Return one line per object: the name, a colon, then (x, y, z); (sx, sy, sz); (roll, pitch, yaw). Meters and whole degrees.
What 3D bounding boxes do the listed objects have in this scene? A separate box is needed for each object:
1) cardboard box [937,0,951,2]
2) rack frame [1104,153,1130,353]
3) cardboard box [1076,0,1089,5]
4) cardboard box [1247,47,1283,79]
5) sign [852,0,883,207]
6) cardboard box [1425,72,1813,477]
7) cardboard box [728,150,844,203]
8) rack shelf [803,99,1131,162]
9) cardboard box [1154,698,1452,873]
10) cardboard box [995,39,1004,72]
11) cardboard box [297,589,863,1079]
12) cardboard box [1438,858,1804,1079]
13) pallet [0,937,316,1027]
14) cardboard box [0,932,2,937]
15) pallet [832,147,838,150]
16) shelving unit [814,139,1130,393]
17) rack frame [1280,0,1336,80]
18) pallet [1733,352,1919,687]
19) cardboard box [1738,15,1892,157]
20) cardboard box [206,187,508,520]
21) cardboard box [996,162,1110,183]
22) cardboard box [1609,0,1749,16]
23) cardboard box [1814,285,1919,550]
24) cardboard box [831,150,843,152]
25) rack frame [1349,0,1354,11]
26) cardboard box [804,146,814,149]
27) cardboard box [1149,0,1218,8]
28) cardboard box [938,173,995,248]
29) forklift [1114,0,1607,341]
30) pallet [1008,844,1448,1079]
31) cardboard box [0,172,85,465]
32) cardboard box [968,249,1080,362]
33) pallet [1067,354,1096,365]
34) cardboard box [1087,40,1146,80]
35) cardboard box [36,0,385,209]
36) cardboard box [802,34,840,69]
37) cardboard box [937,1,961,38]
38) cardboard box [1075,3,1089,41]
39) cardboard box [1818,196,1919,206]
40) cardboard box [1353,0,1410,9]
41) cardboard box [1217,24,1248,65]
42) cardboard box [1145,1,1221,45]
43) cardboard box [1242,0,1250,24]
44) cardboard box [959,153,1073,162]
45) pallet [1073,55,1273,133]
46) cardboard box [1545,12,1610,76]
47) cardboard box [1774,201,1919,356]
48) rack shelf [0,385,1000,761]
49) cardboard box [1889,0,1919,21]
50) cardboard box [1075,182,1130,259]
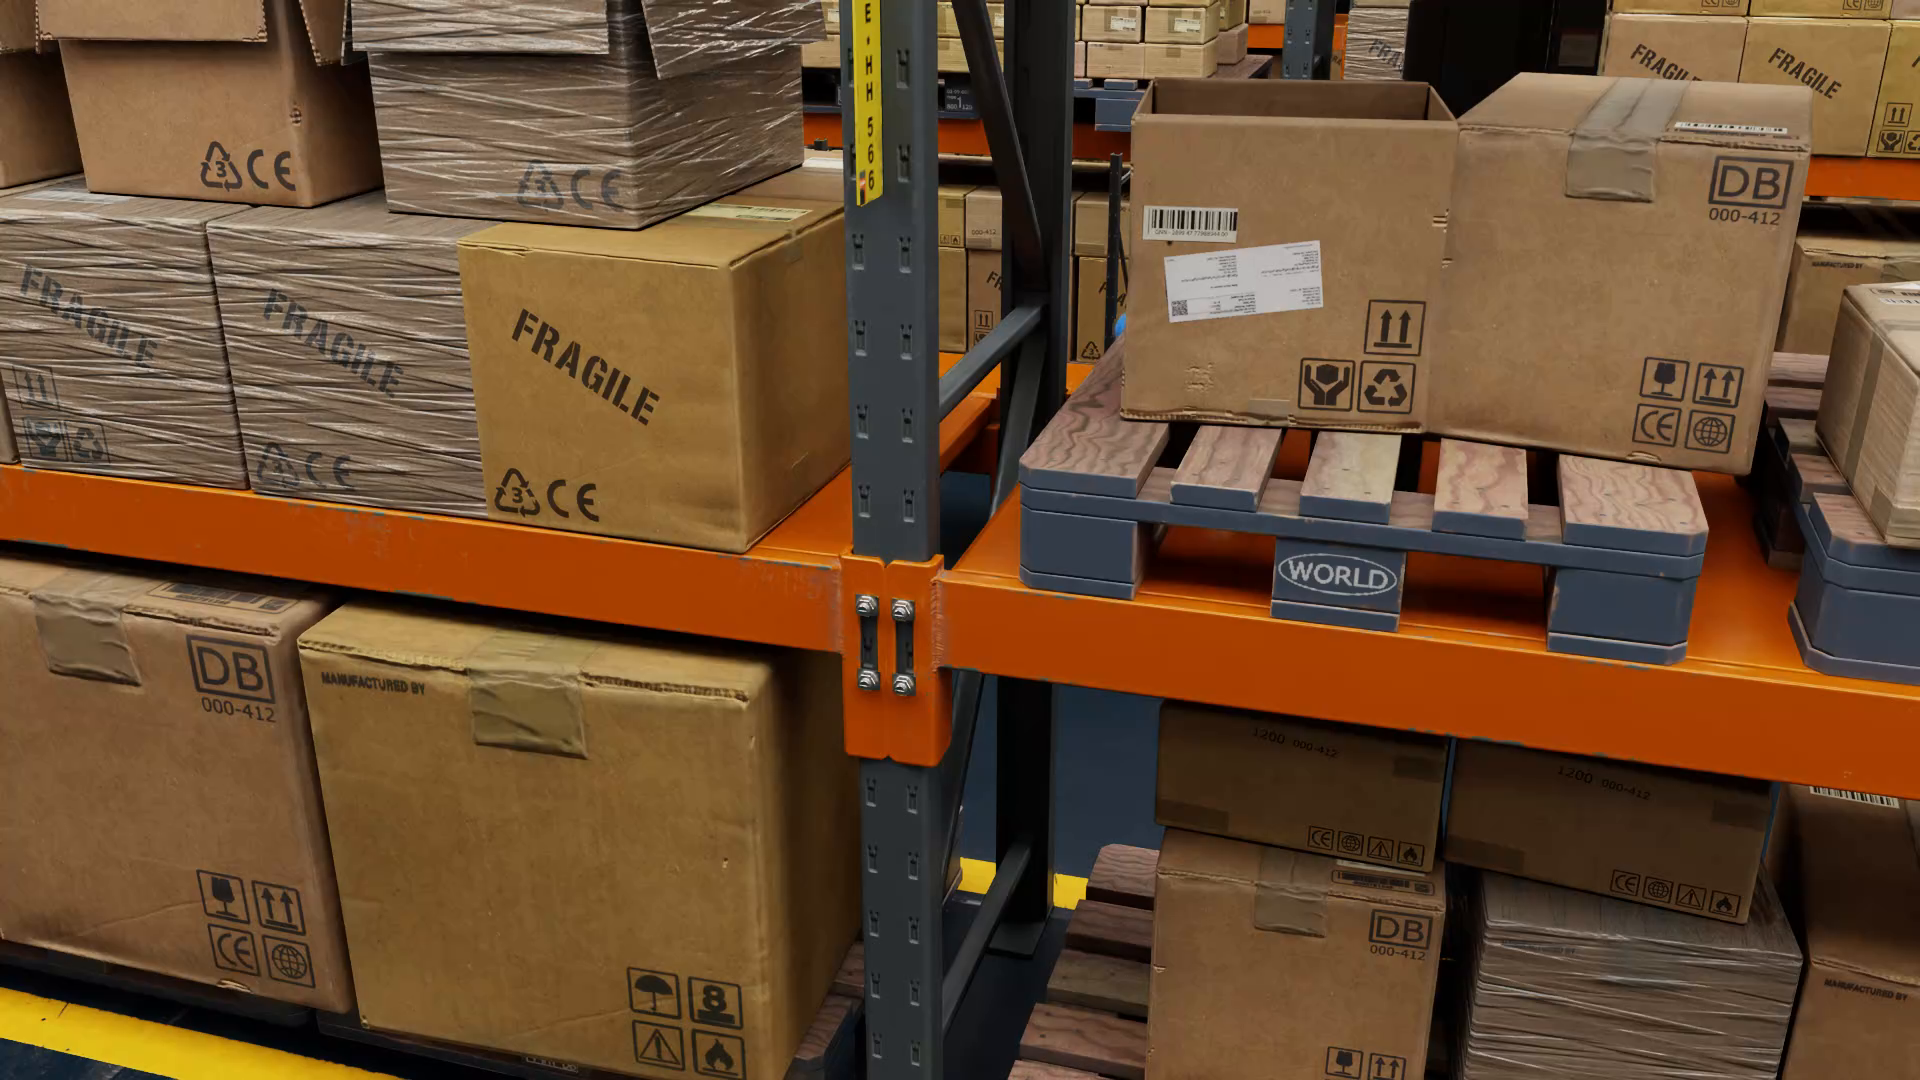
cardboard box: (-0.022, -2.458, 7.303); (0.250, 0.149, 0.380); (7, 23, 16)
rack frame: (0.568, -0.629, 5.827); (0.032, 1.500, 0.500); (7, 23, 16)
cardboard box: (0.463, -2.401, 7.166); (0.250, 0.149, 0.380); (7, 23, 17)
cardboard box: (2.251, -3.231, 12.440); (0.875, 0.875, 0.875); (6, 23, 15)
sign: (-0.131, -0.647, 2.368); (0.005, 0.325, 0.100); (7, 23, 16)
cardboard box: (1.118, -0.484, 2.812); (0.500, 0.500, 0.700); (10, 24, 23)
cardboard box: (-0.361, -0.511, 3.432); (0.500, 0.500, 0.500); (7, 23, 17)
rack shelf: (-0.359, -1.990, 8.118); (4.000, 0.370, 1.077); (7, 23, 16)
cardboard box: (0.676, 0.356, 3.176); (0.500, 0.250, 0.500); (8, 23, 18)
cardboard box: (0.229, -2.154, 7.346); (0.250, 0.149, 0.380); (6, 23, 15)
cardboard box: (-0.629, 0.393, 3.607); (0.875, 0.875, 1.225); (5, 23, 13)
cardboard box: (1.208, 0.762, 3.173); (0.500, 0.500, 0.700); (5, 23, 11)
pallet: (-1.871, 0.729, 4.215); (1.213, 0.211, 1.003); (7, 23, 16)
cardboard box: (-2.329, 0.198, 4.082); (0.875, 0.875, 1.225); (6, 23, 14)
pallet: (-1.646, -3.174, 13.729); (1.213, 0.211, 1.003); (7, 23, 16)
shelving unit: (0.073, -0.686, 5.965); (1.083, 1.500, 0.587); (7, 23, 16)
rack frame: (1.556, -2.104, 7.447); (0.127, 3.000, 1.000); (7, 23, 16)
pallet: (1.933, -0.022, 2.624); (1.213, 0.211, 1.003); (7, 23, 16)
cardboard box: (3.354, -1.837, 6.665); (0.500, 0.500, 0.500); (6, 23, 15)
cardboard box: (-0.994, -0.380, 3.112); (0.500, 0.500, 0.500); (6, 23, 15)
cardboard box: (0.480, -1.708, 8.233); (0.500, 0.250, 0.500); (6, 23, 15)
cardboard box: (2.959, -2.450, 6.840); (0.500, 0.500, 0.700); (6, 23, 15)
cardboard box: (1.564, -0.171, 2.377); (0.500, 0.250, 0.500); (6, 23, 14)
cardboard box: (-0.489, -1.823, 8.515); (0.500, 0.250, 0.500); (5, 23, 13)
rack frame: (2.889, -3.914, 11.858); (0.127, 3.000, 1.000); (7, 23, 16)
cardboard box: (-1.511, -3.469, 13.597); (0.875, 0.438, 0.875); (6, 23, 15)
cardboard box: (0.954, -2.344, 7.027); (0.250, 0.149, 0.380); (6, 23, 13)
cardboard box: (-0.144, -1.581, 7.925); (0.500, 0.250, 0.500); (7, 23, 17)
forklift: (2.042, -1.046, 4.957); (3.031, 2.935, 1.130); (7, 23, 17)
pallet: (0.774, 1.063, 3.399); (1.213, 0.211, 1.003); (7, 23, 16)
cardboard box: (-1.978, -0.492, 3.385); (0.500, 0.500, 0.500); (7, 23, 17)
cardboard box: (0.354, -1.177, 7.928); (0.500, 0.500, 0.500); (8, 23, 18)
pallet: (0.808, -0.900, 8.186); (1.213, 0.211, 1.003); (7, 23, 16)
cardboard box: (0.713, -2.097, 7.207); (0.250, 0.149, 0.380); (6, 23, 15)
cardboard box: (-1.292, -0.982, 3.257); (0.637, 0.503, 0.797); (7, 23, 17)
cardboard box: (-0.538, -2.240, 7.557); (0.250, 0.149, 0.380); (5, 23, 13)
cardboard box: (-0.035, -2.321, 7.361); (0.250, 0.149, 0.380); (6, 23, 15)
cardboard box: (0.442, -2.265, 7.225); (0.250, 0.149, 0.380); (7, 23, 17)
cardboard box: (6.215, -2.510, 11.346); (0.625, 0.372, 0.950); (7, 23, 16)
cardboard box: (1.983, -2.560, 7.109); (0.500, 0.500, 0.700); (6, 23, 15)
cardboard box: (1.186, -2.304, 7.713); (0.250, 0.149, 0.380); (6, 23, 15)
cardboard box: (0.951, -2.208, 7.087); (0.250, 0.149, 0.380); (7, 23, 17)
cardboard box: (1.836, -3.856, 11.914); (0.500, 0.250, 0.500); (7, 23, 16)
cardboard box: (0.543, -3.428, 12.921); (0.875, 0.875, 0.875); (7, 23, 17)
pallet: (0.843, -2.055, 7.579); (1.003, 0.211, 1.213); (7, 23, 16)
cardboard box: (2.395, -1.948, 6.935); (0.500, 0.500, 0.500); (6, 23, 15)
cardboard box: (3.842, -0.961, 7.072); (0.750, 0.750, 1.050); (7, 23, 15)
rack shelf: (-1.889, -0.199, 3.751); (4.000, 0.370, 1.077); (7, 23, 16)
cardboard box: (3.931, -2.338, 6.567); (0.500, 0.500, 0.700); (7, 23, 16)
cardboard box: (0.825, -1.468, 7.650); (0.500, 0.250, 0.500); (6, 23, 14)
